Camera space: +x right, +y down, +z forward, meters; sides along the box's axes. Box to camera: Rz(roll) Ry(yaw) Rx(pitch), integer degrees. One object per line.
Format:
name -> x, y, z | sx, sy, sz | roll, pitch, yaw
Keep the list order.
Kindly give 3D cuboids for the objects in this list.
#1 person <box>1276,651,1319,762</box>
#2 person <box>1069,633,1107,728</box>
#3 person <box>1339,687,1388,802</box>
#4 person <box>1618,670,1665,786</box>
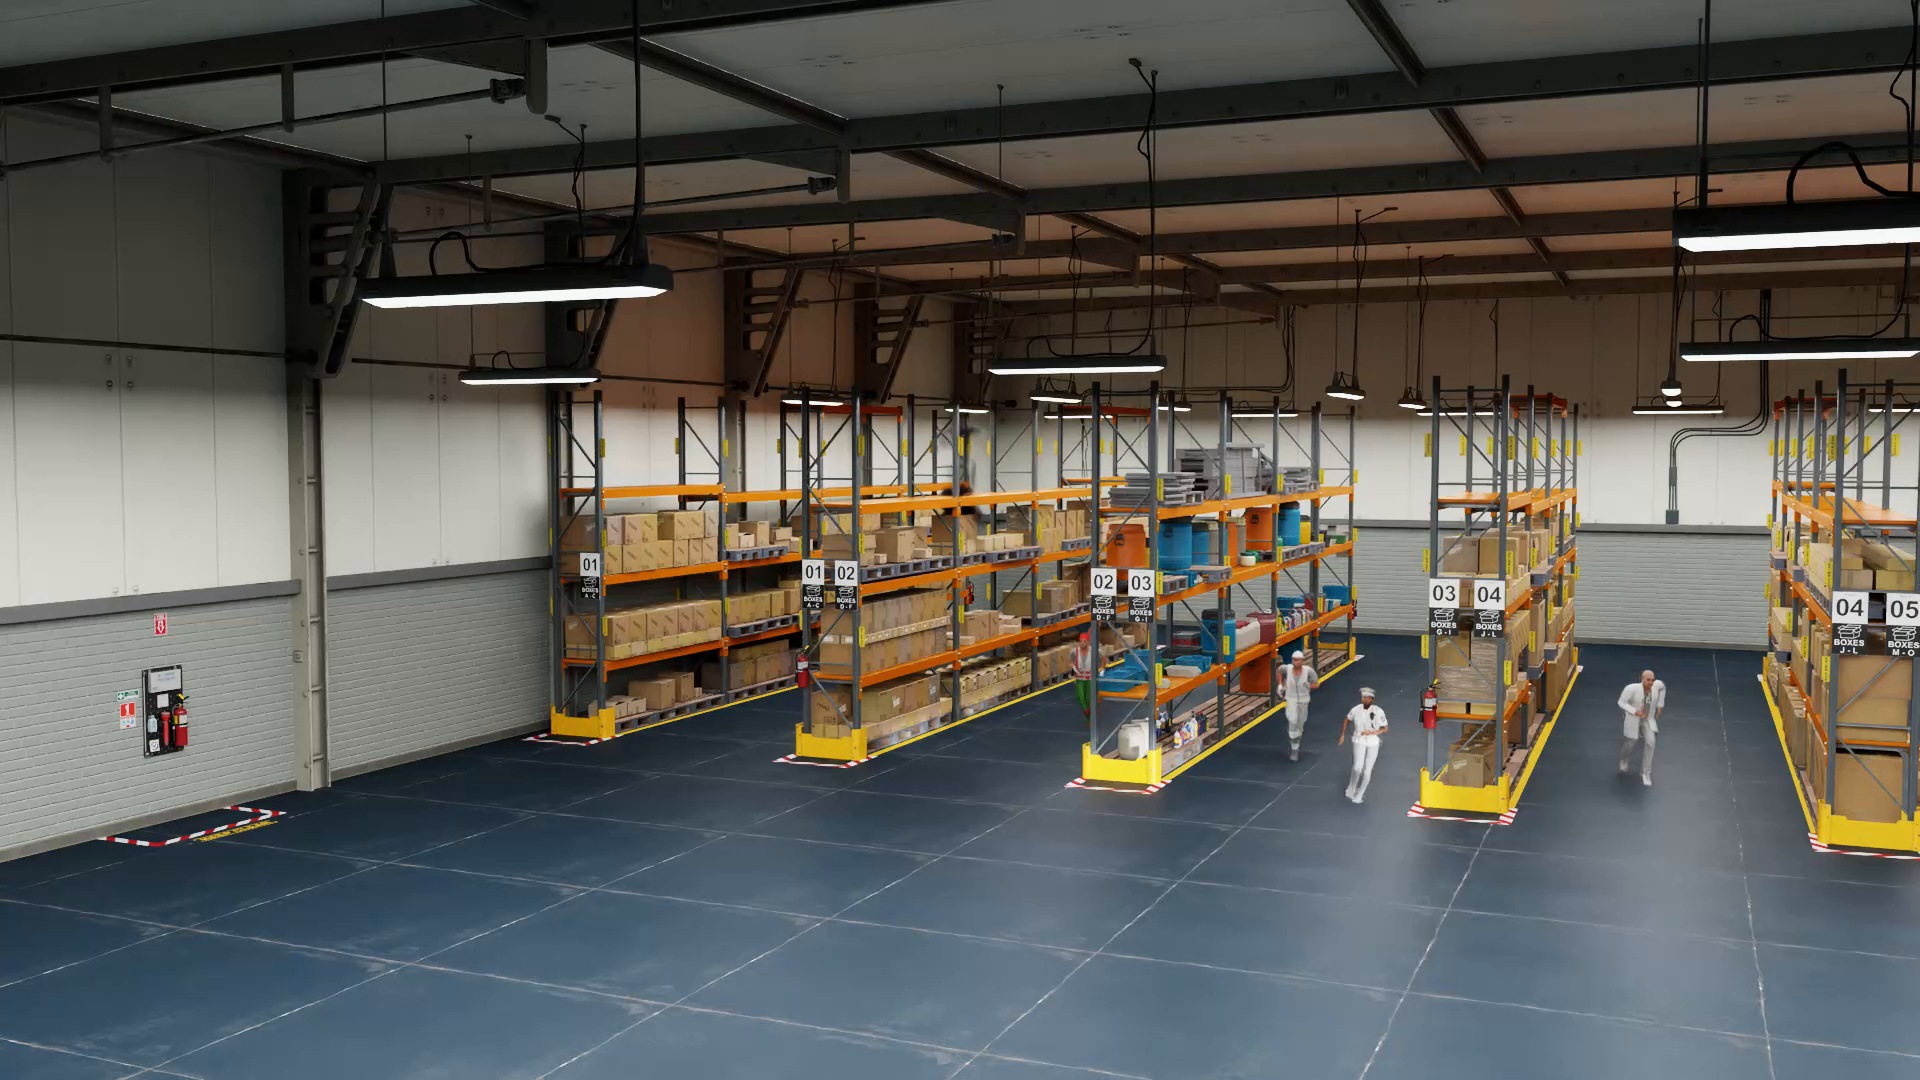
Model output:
person -> 5.444, 2.647, 26.844 | 0.649, 1.783, 0.952 | 0, 3, 5
person -> 2.261, 2.516, 29.753 | 0.650, 1.723, 0.719 | 1, 3, 19
person -> 5.686, 2.890, 23.431 | 0.661, 1.657, 0.592 | 1, 3, 11
person -> 10.251, 2.789, 25.167 | 0.750, 1.743, 1.065 | 0, 3, -1
